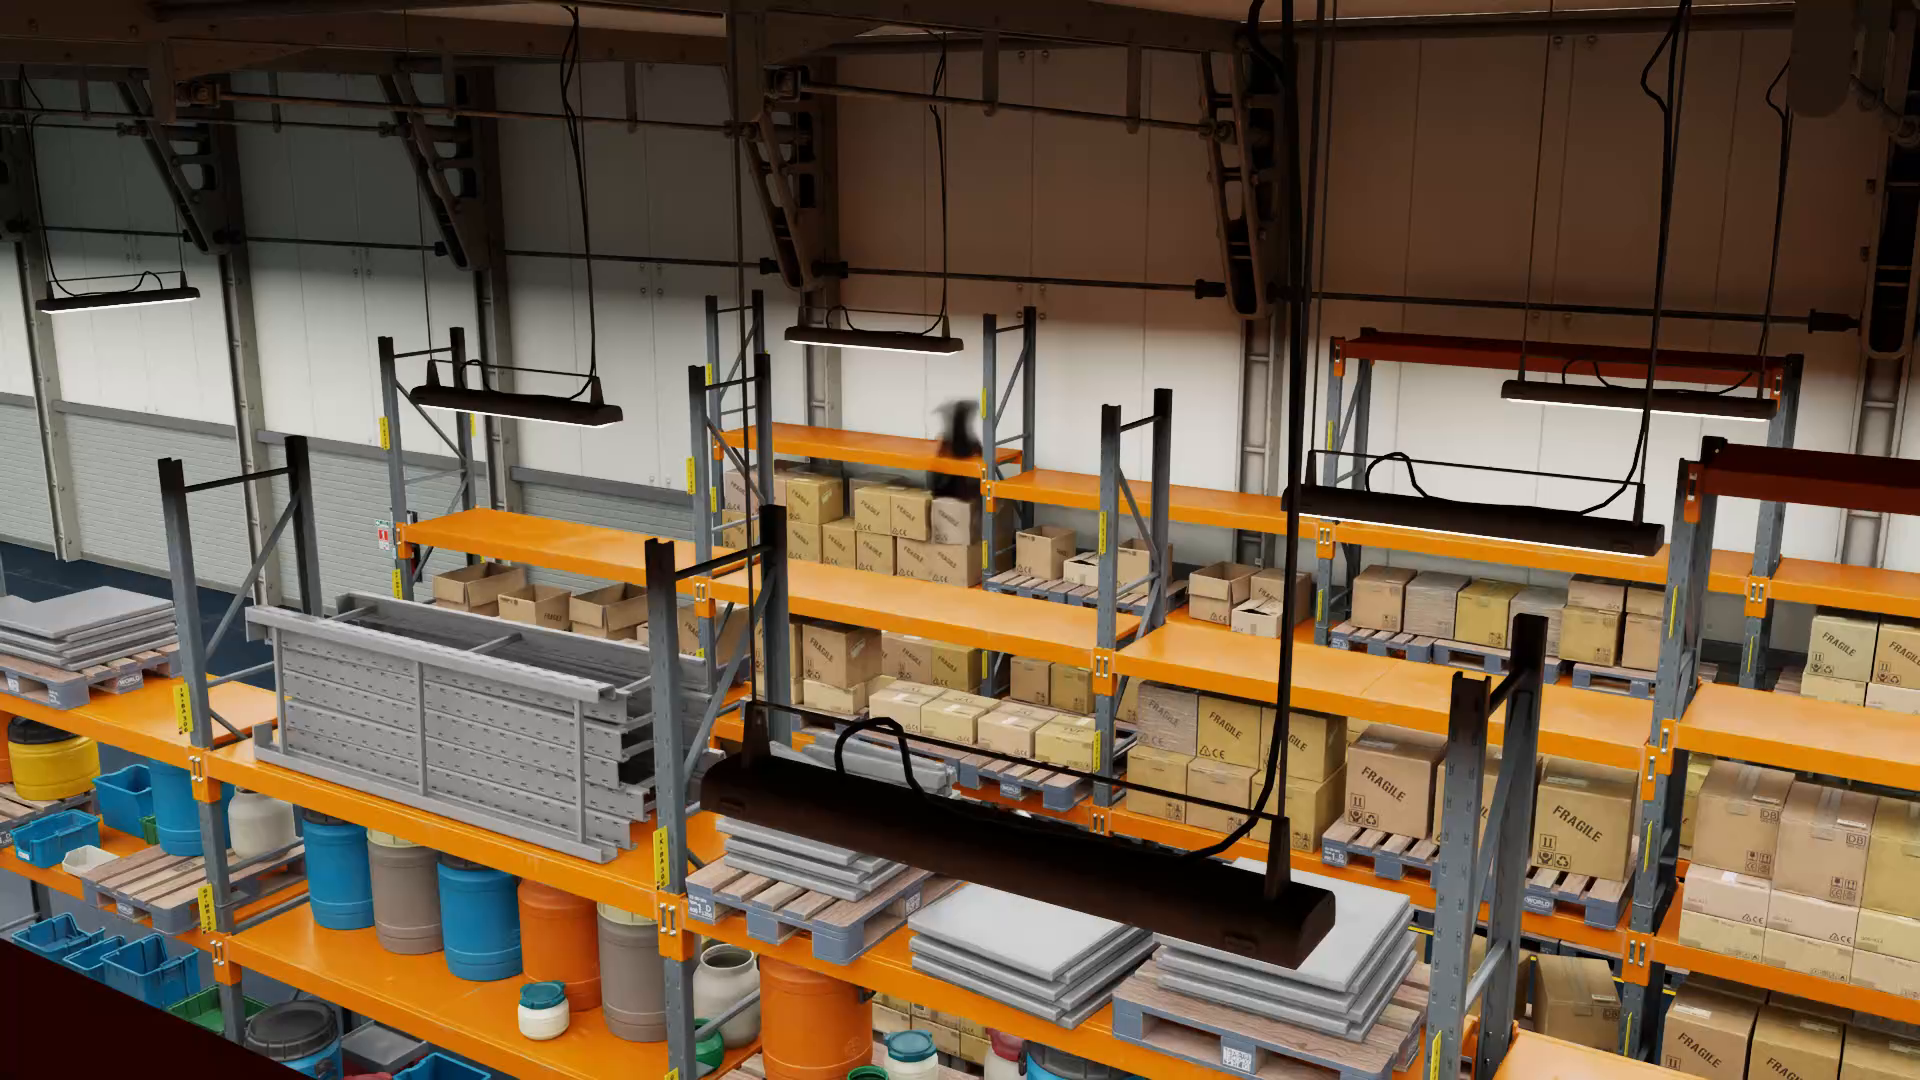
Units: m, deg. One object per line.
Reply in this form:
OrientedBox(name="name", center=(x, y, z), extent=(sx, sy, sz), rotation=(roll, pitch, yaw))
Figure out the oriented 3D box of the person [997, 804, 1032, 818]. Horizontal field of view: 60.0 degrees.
OrientedBox(name="person", center=(0.427, 3.231, 16.498), extent=(0.649, 1.730, 0.634), rotation=(7, 15, 26))
